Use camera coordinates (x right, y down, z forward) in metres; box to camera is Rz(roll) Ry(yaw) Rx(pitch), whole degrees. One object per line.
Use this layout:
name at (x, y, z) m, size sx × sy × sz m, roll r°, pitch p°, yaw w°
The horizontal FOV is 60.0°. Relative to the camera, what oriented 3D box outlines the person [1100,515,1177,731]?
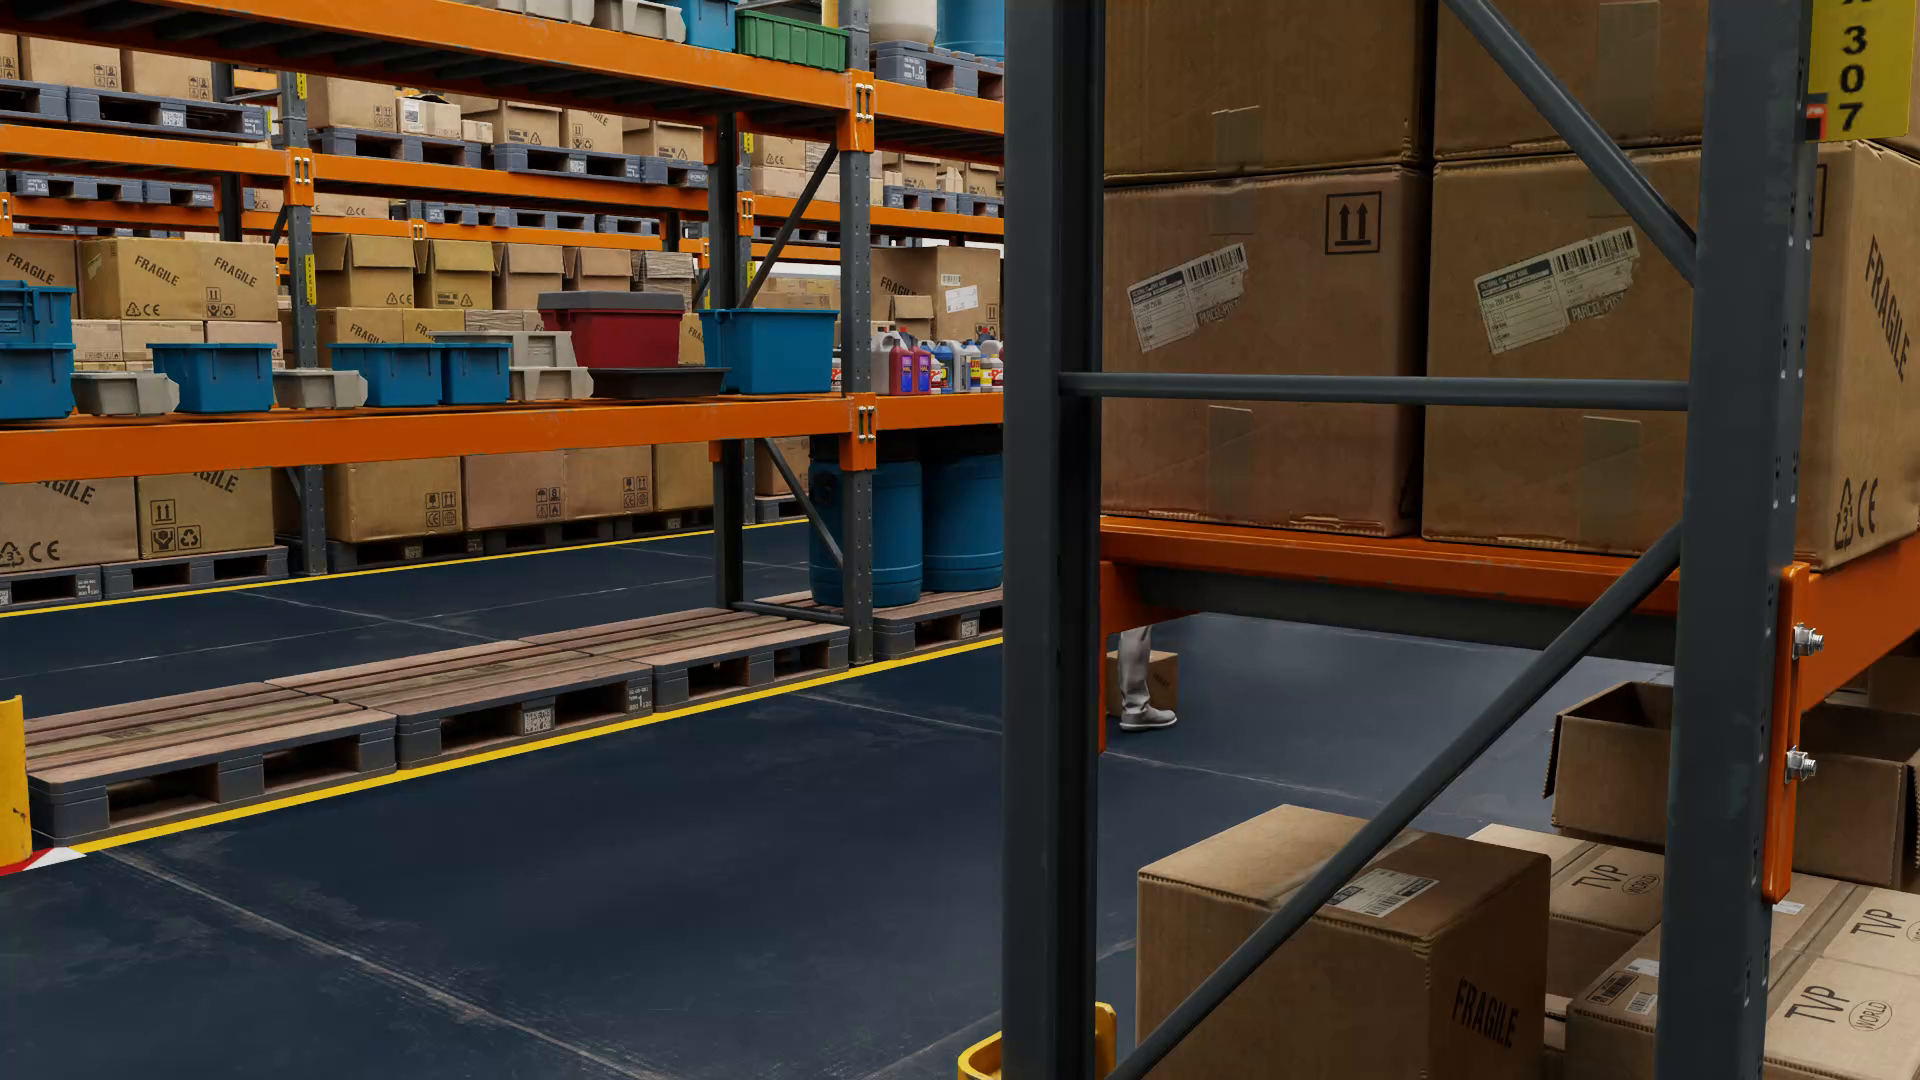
person at (0.603, -0.068, 6.797) m, size 0.542 × 1.662 × 0.375 m, roll 5°, pitch 8°, yaw 35°
